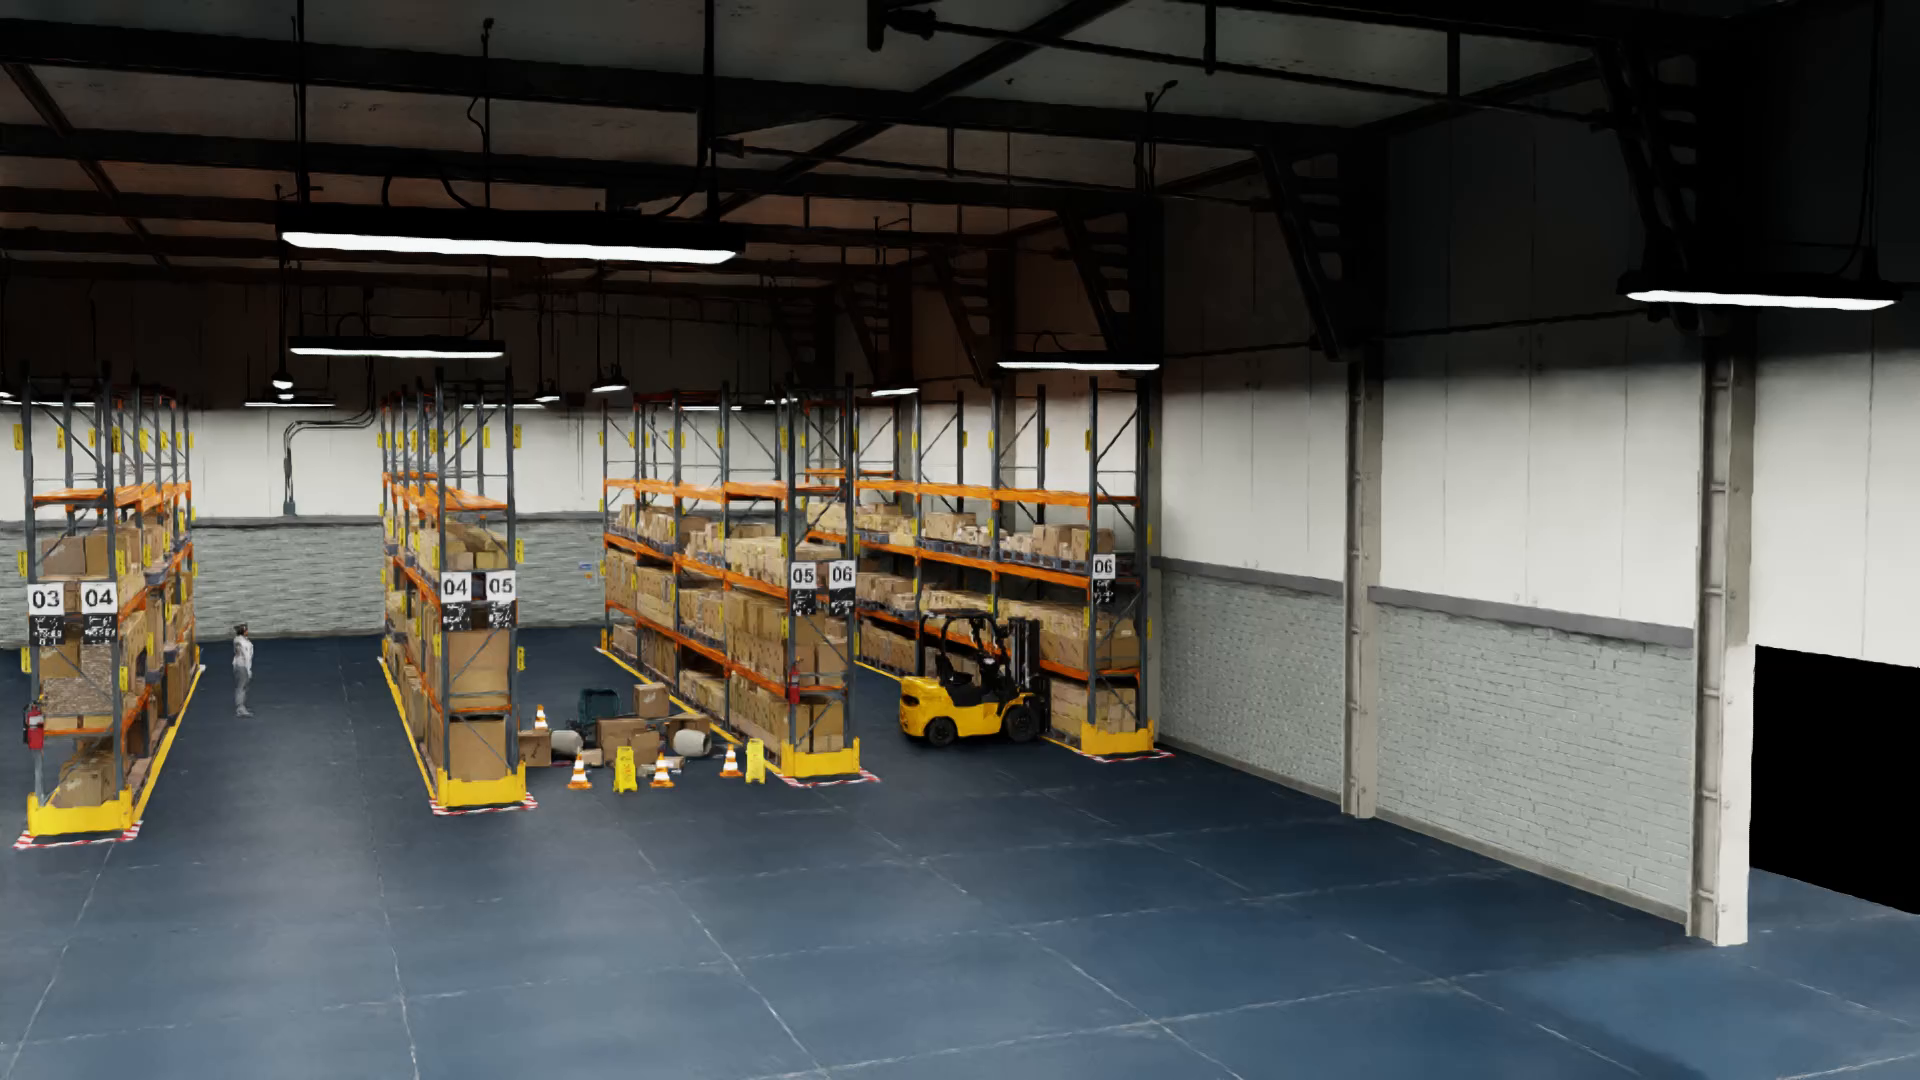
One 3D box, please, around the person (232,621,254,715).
[{"bbox_3d":[-13.036,2.325,30.261,0.368,1.683,0.572,-3,5,-44],"label":"person"}]
